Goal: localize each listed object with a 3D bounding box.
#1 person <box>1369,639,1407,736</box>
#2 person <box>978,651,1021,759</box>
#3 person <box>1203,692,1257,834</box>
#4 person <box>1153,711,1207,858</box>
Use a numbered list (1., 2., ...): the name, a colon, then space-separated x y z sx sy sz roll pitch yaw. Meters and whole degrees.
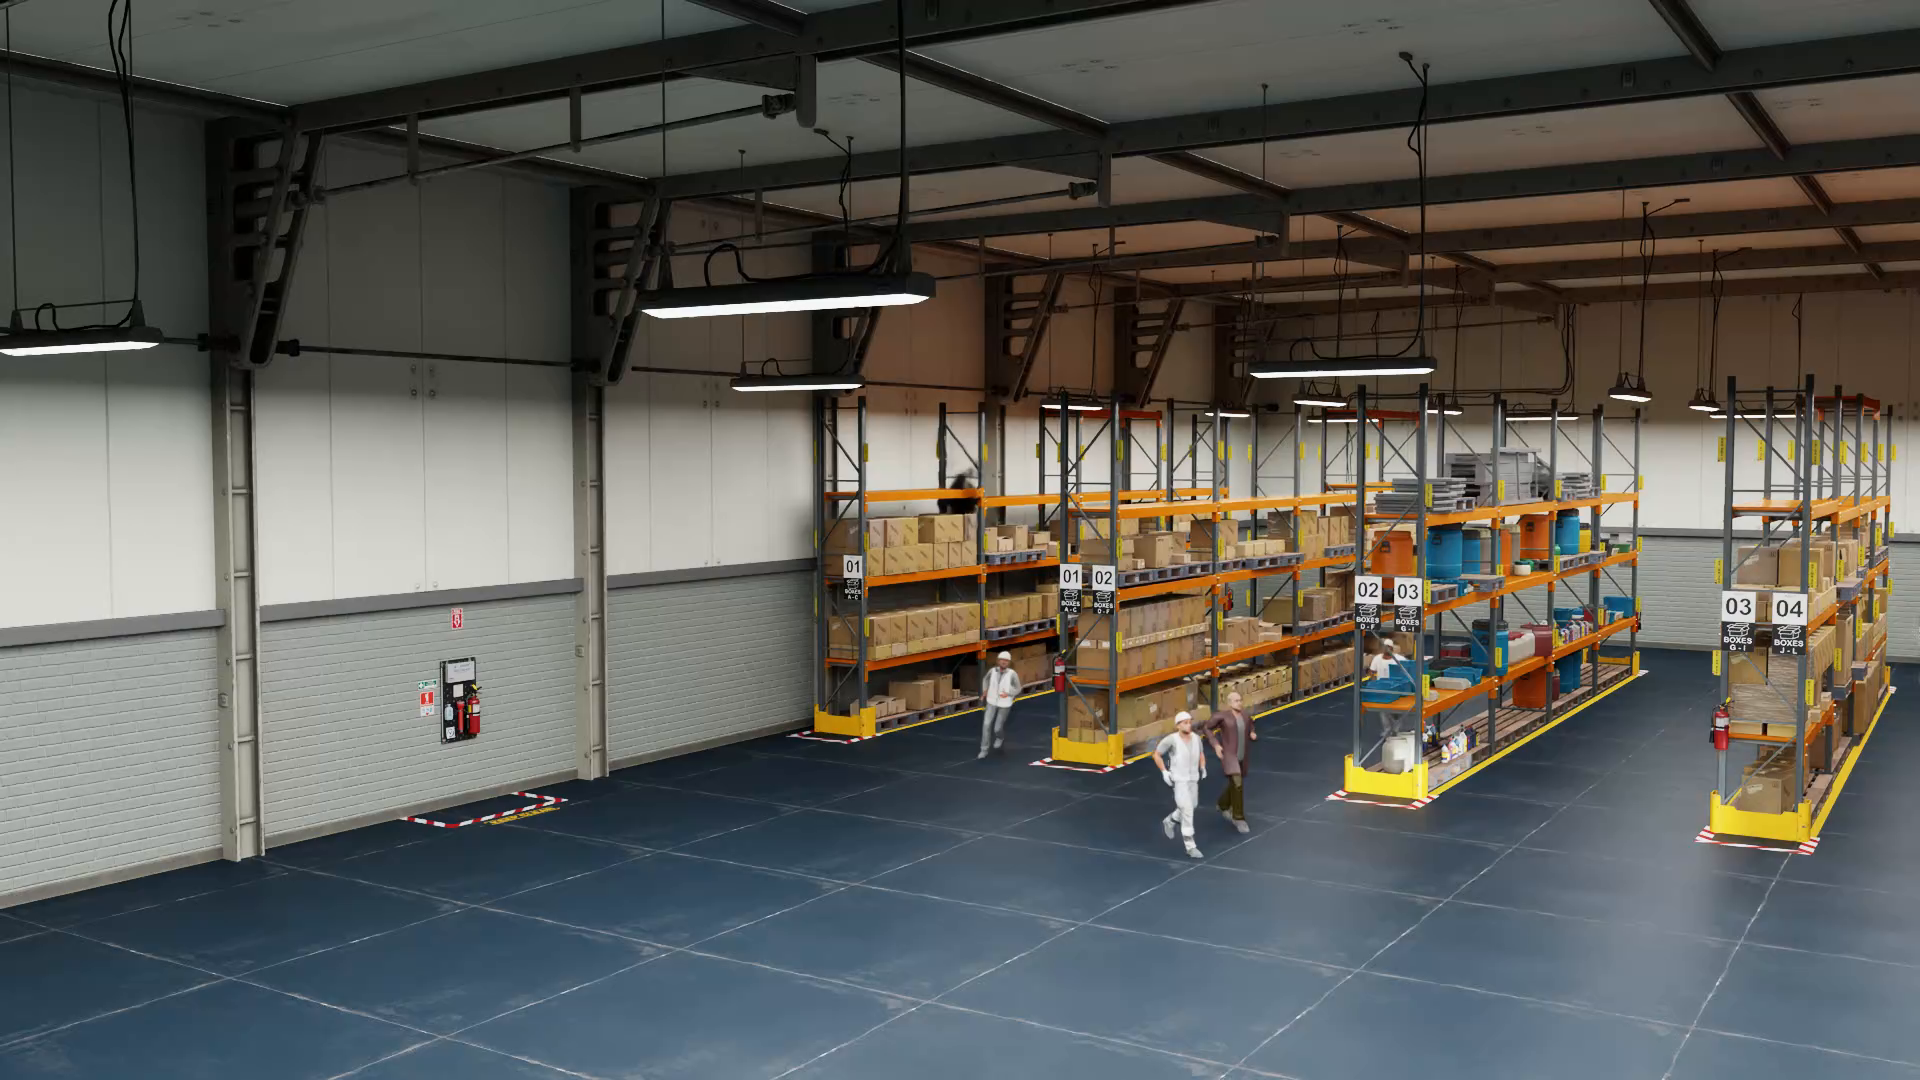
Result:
1. person: 7.530 2.597 29.240 0.731 1.718 0.597 2 4 34
2. person: 0.676 2.697 27.448 0.695 1.741 0.872 1 3 15
3. person: 3.652 2.940 22.216 0.694 1.824 0.876 -2 3 -28
4. person: 2.784 3.026 20.847 0.669 1.779 0.906 -2 3 -30
